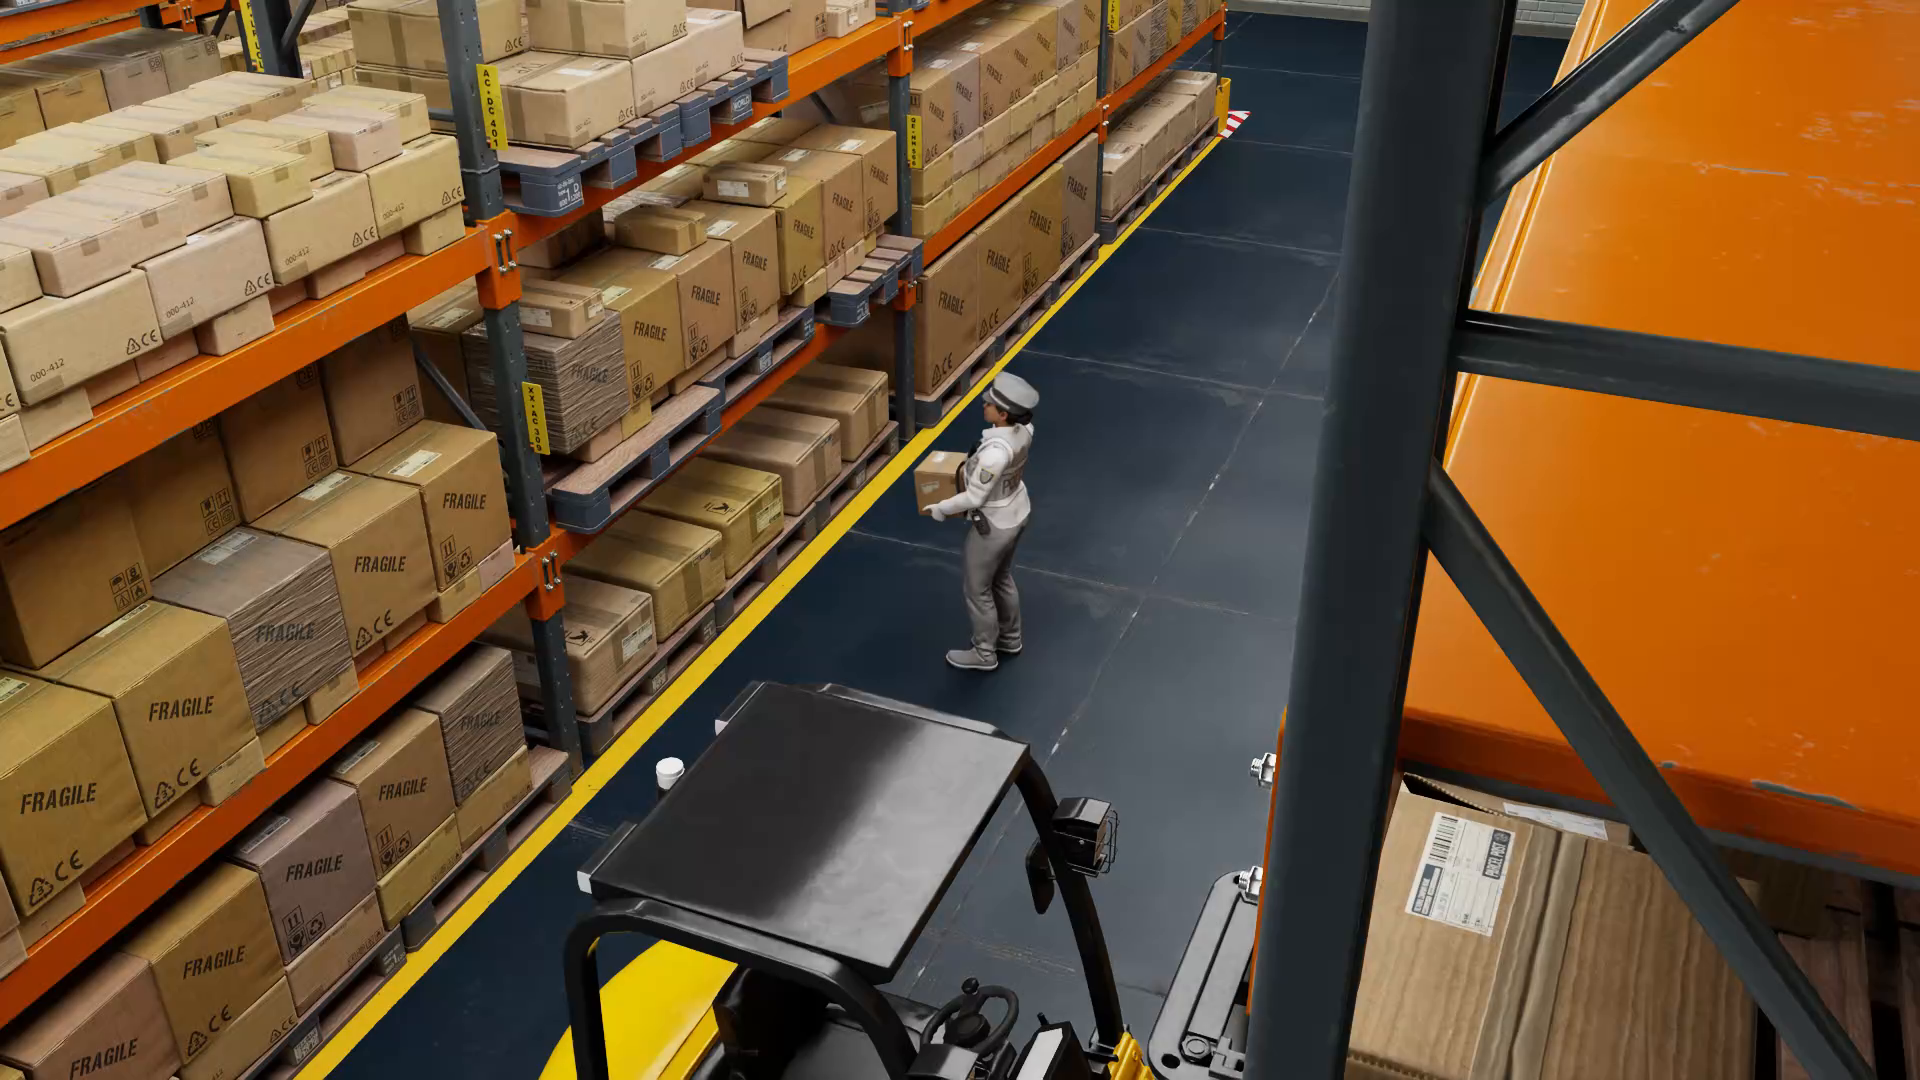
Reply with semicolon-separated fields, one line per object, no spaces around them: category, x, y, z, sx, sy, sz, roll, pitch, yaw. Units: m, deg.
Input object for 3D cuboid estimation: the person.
person;0.120;-0.101;8.541;0.563;1.687;0.461;12;32;19
